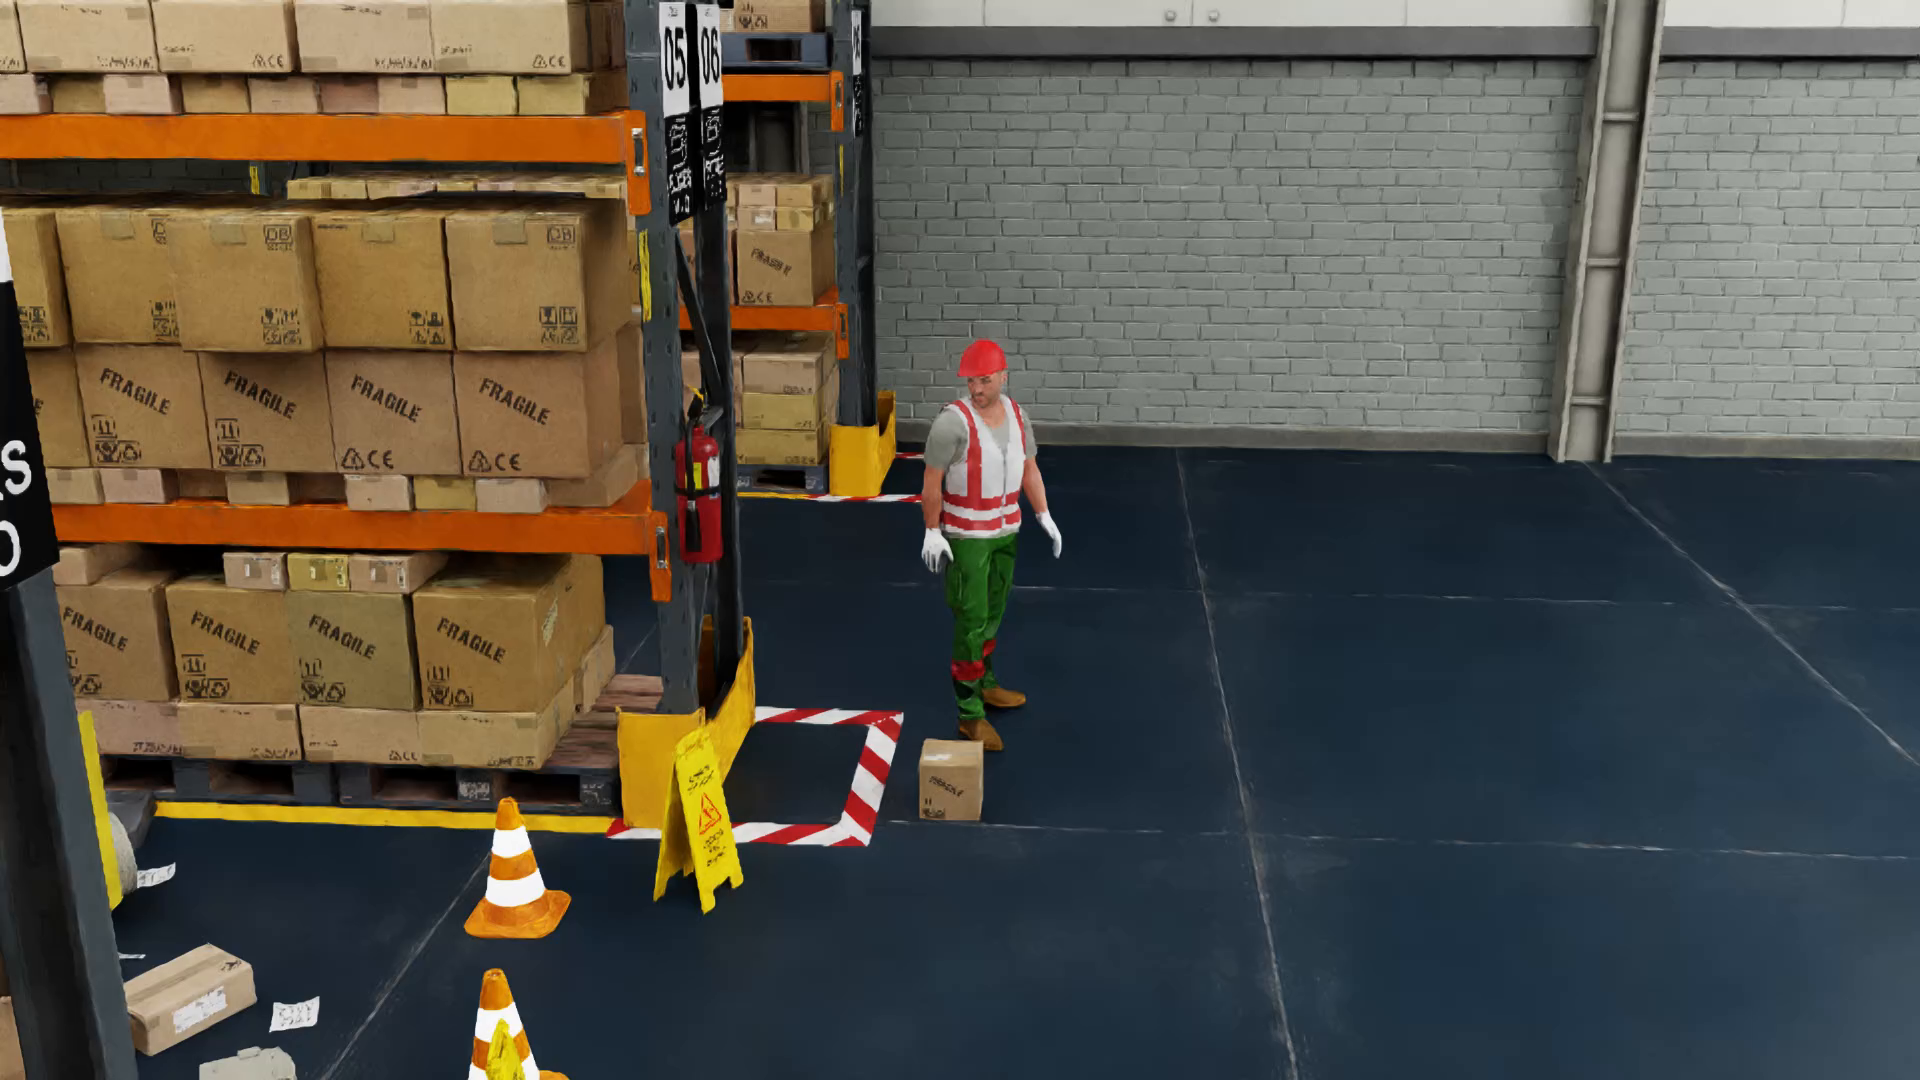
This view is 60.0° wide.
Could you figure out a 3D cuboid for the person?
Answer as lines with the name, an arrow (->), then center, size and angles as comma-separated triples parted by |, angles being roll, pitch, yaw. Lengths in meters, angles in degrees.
person -> 0.147, -0.014, 7.477 | 0.531, 1.793, 0.566 | 16, 23, 42
